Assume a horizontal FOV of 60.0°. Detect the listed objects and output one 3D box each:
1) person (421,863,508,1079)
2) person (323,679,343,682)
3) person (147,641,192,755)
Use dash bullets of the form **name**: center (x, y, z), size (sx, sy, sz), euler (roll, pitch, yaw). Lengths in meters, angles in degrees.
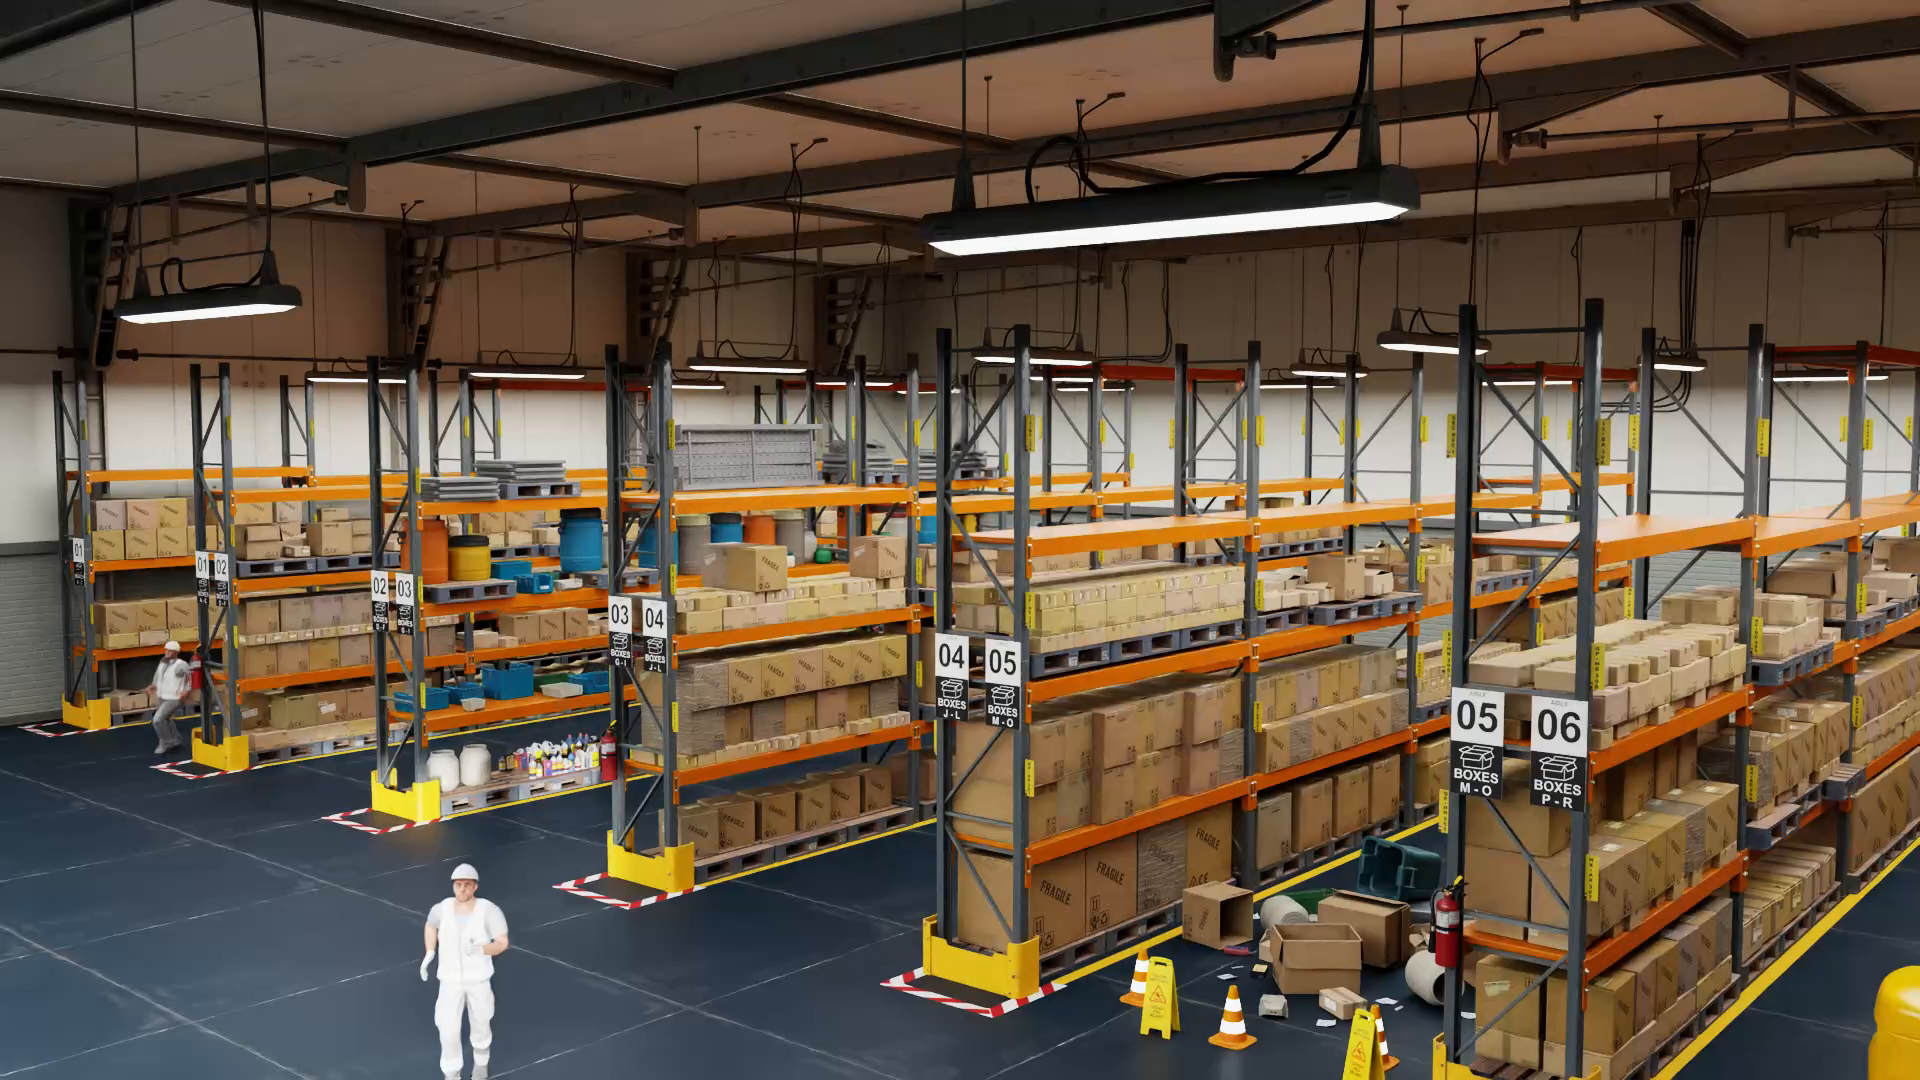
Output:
- **person**: center (-3.739, 3.351, 12.567), size (0.653, 1.838, 0.830), euler (-1, 4, -11)
- **person**: center (-10.535, 2.354, 27.746), size (0.592, 1.609, 0.570), euler (3, 5, 35)
- **person**: center (-12.243, 2.446, 25.790), size (0.713, 1.774, 0.667), euler (2, 5, 28)
